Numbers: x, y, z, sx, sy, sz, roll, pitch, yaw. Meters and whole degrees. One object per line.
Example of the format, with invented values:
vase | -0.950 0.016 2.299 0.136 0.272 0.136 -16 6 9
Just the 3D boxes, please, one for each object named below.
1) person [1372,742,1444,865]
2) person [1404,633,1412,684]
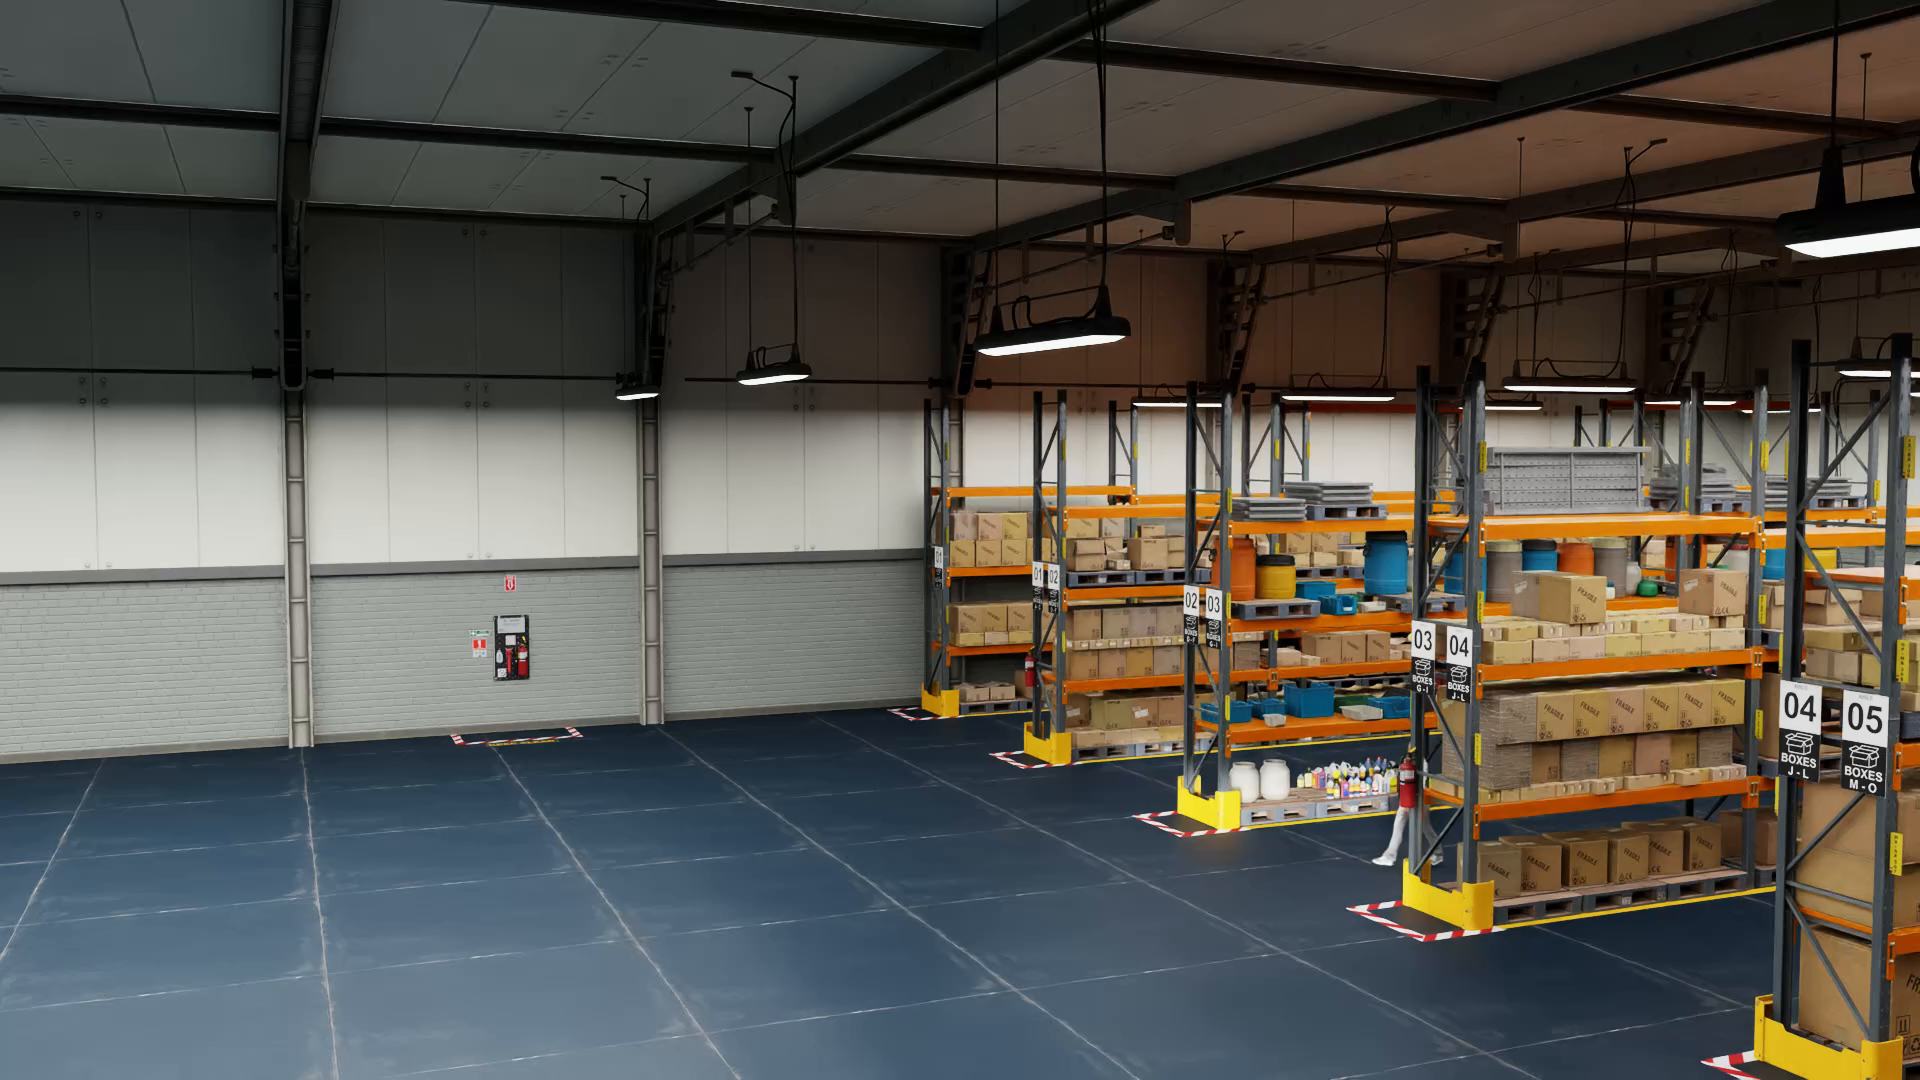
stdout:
person | 5.455 3.183 20.130 0.946 1.547 0.434 -1 4 -24
person | 8.788 2.406 31.906 0.617 1.767 0.468 3 5 43
